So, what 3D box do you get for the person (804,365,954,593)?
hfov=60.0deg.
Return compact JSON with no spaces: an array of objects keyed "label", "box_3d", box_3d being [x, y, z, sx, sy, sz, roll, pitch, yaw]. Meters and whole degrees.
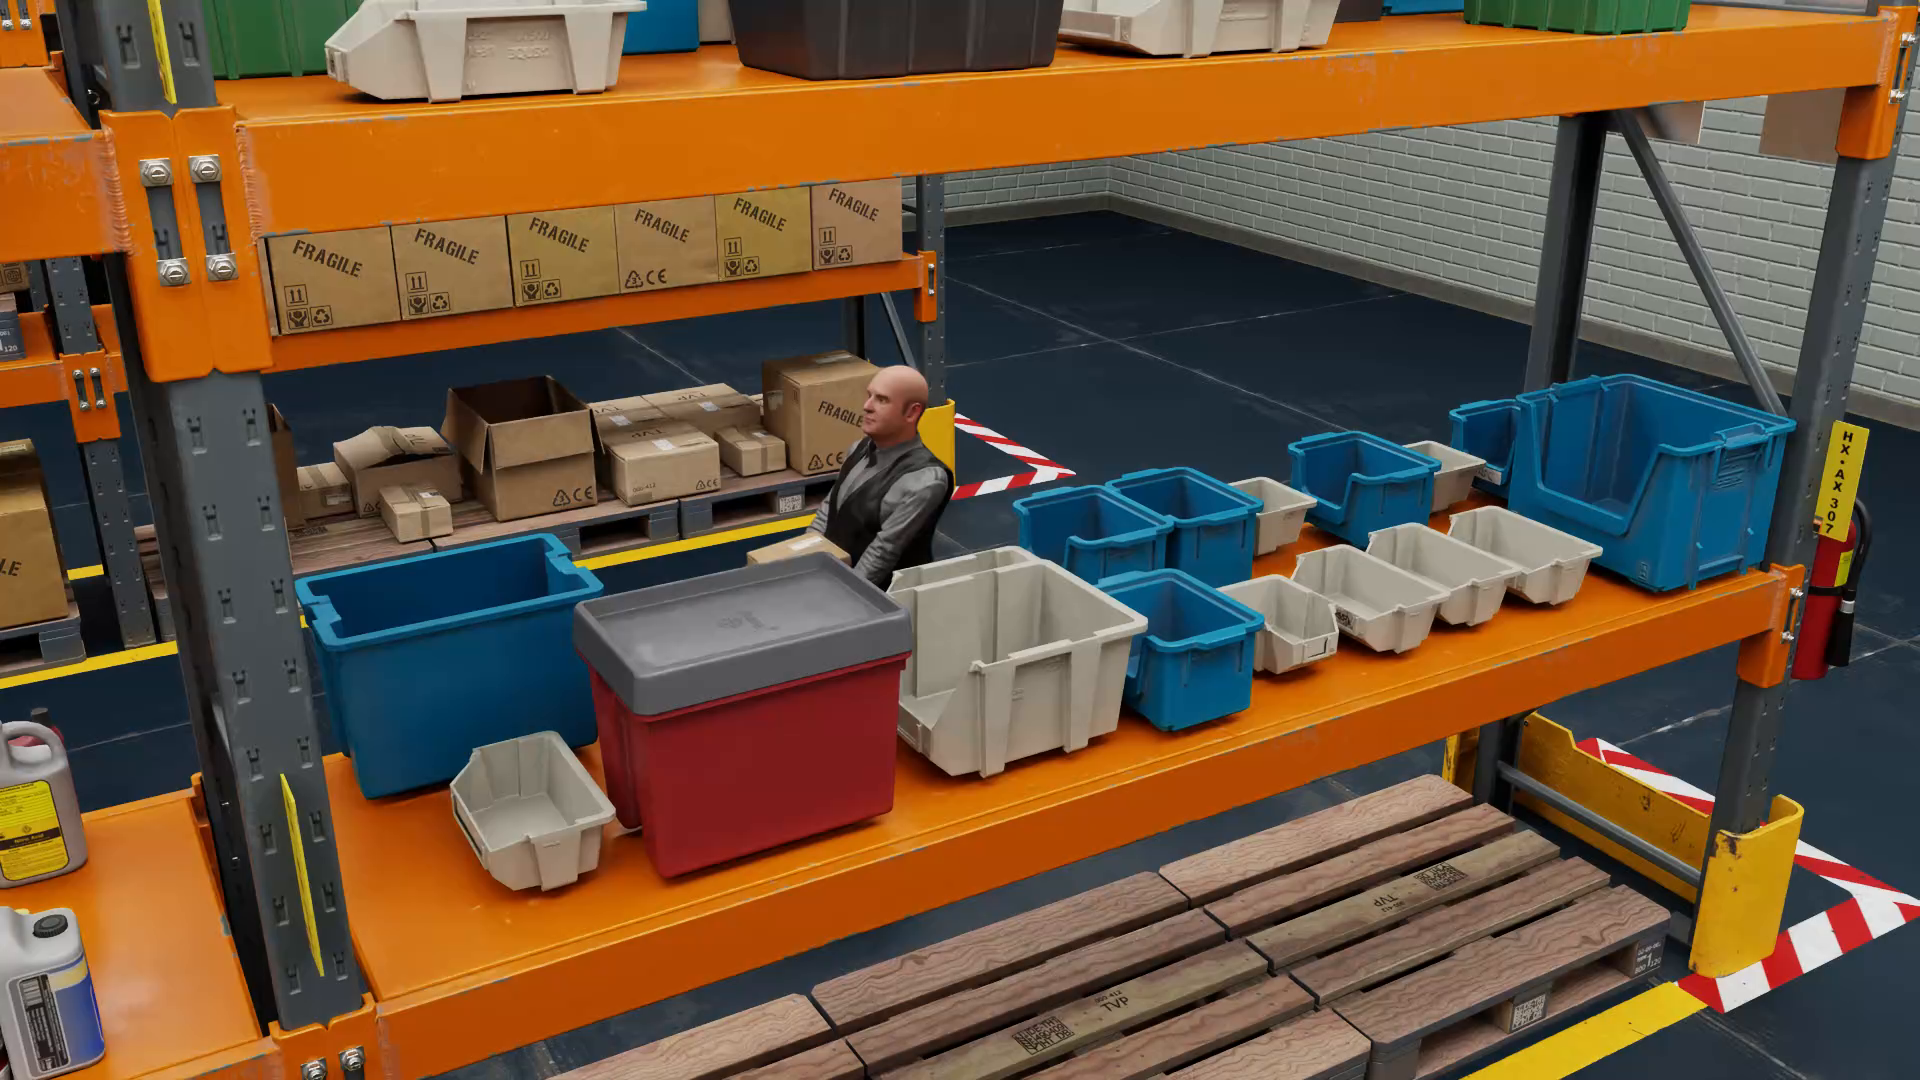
[{"label":"person","box_3d":[-0.329,0.281,5.422,0.551,1.711,0.494,-12,25,-28]}]
